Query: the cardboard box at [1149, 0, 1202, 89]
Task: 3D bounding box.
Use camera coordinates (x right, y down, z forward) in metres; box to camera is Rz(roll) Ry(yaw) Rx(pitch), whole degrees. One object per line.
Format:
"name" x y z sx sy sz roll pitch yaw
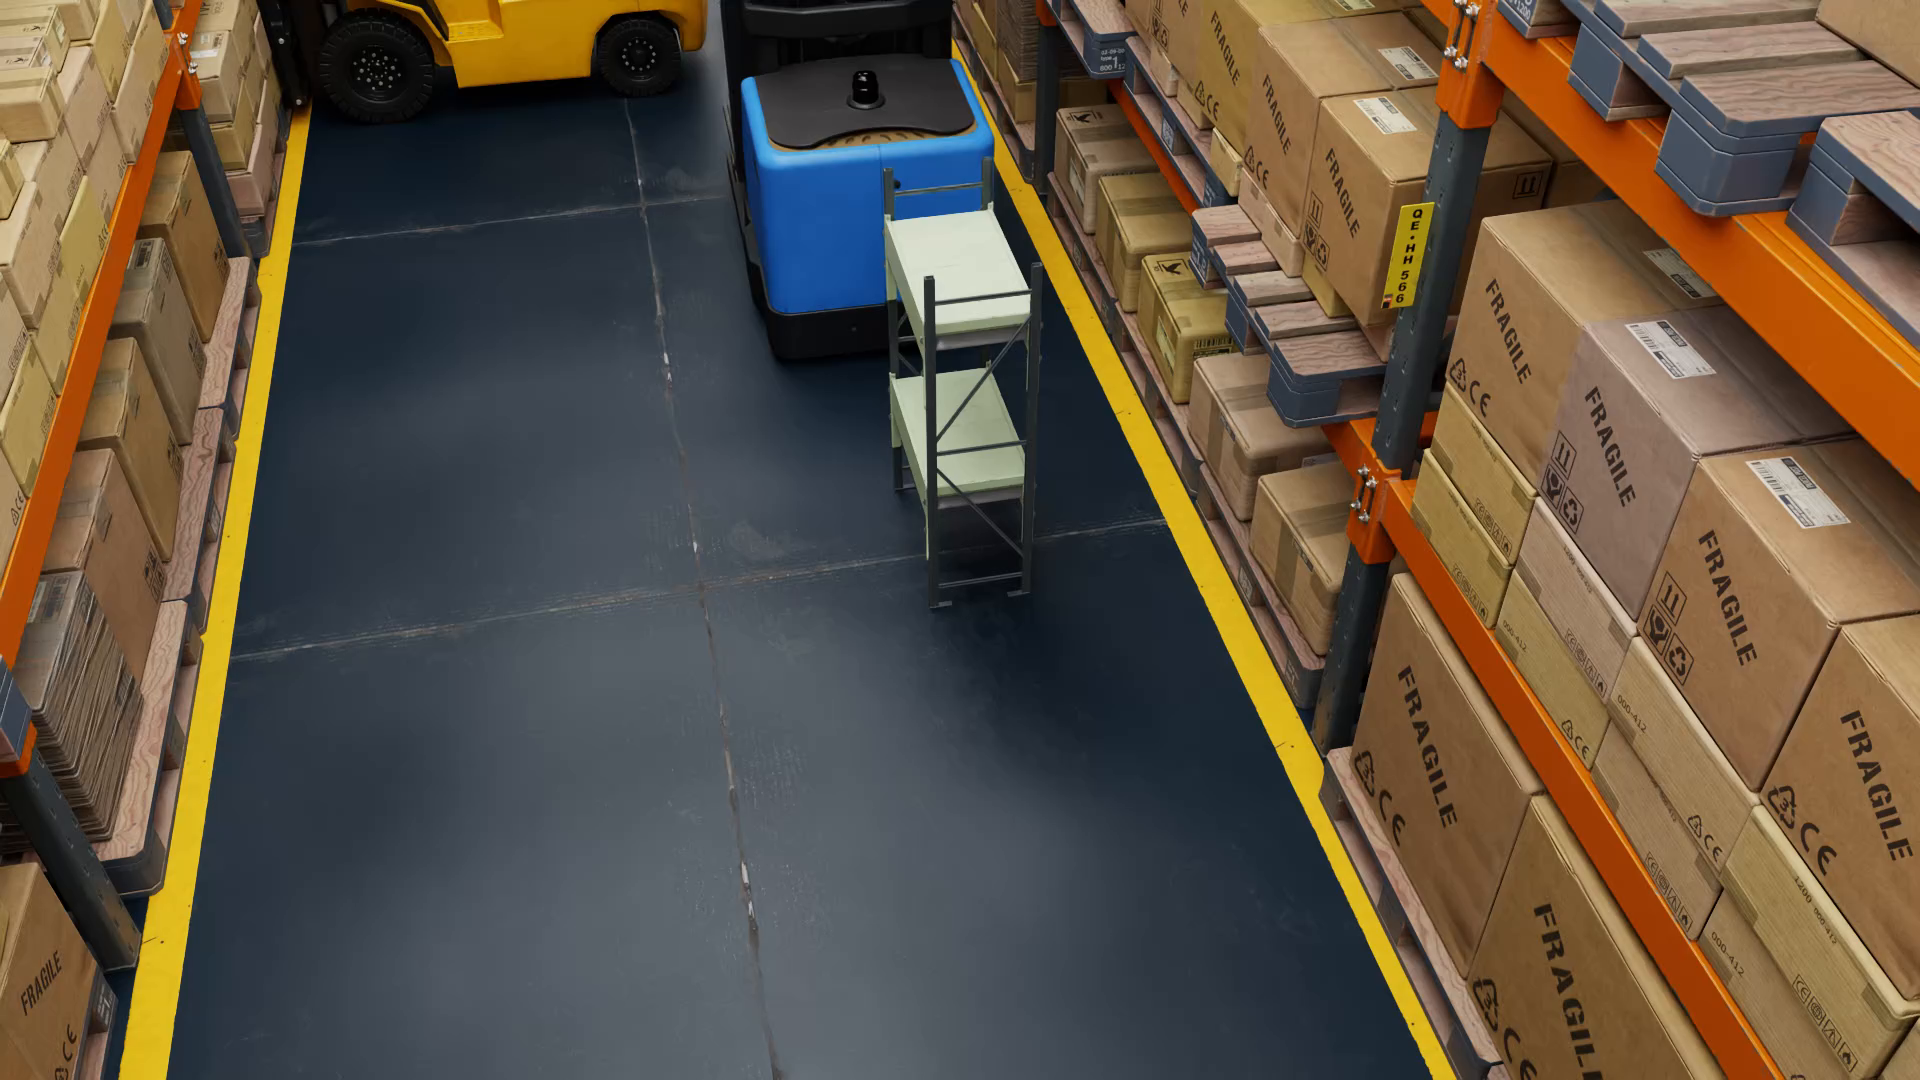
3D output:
"cardboard box" 1.036 -2.030 6.162 0.500 0.500 0.500 -10 43 -11

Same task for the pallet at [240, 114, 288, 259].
"pallet" -4.085 -1.813 8.634 1.003 0.211 1.213 -8 42 -9

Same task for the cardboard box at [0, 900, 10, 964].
"cardboard box" -2.737 1.077 4.355 0.380 0.149 0.250 -10 43 -11

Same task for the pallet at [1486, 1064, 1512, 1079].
"pallet" 2.112 1.899 4.452 1.003 0.211 1.213 -8 42 -9

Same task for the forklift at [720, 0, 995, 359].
"forklift" -0.631 -2.906 7.816 1.130 2.935 3.031 -8 42 -9

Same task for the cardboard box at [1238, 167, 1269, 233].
"cardboard box" 1.181 -1.182 5.695 0.380 0.149 0.250 -10 43 -11

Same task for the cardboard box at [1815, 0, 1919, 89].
"cardboard box" 2.154 -1.157 3.143 0.700 0.500 0.500 -10 43 -11

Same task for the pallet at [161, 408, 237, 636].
"pallet" -3.490 -0.027 6.622 1.003 0.211 1.213 -8 42 -9

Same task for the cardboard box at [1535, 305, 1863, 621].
"cardboard box" 1.739 -0.192 3.878 0.500 0.500 0.500 -8 42 -9

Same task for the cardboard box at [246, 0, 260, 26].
"cardboard box" -3.971 -2.850 8.702 0.500 0.250 0.500 -7 42 -8

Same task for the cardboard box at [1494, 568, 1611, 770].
"cardboard box" 1.743 0.284 4.283 0.500 0.250 0.500 -9 42 -11

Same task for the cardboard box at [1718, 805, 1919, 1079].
"cardboard box" 1.926 0.768 3.361 0.500 0.250 0.500 -8 42 -9

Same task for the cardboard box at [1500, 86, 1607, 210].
"cardboard box" 1.884 -1.086 5.098 0.500 0.500 0.500 -9 42 -10

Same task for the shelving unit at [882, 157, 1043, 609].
"shelving unit" -0.001 -0.565 6.257 0.431 1.500 0.755 -8 42 -9

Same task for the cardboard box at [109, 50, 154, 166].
"cardboard box" -3.476 -1.664 6.478 0.500 0.250 0.500 -9 42 -10

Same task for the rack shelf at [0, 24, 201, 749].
"rack shelf" -3.522 -0.769 5.899 1.077 0.370 4.000 -8 42 -9

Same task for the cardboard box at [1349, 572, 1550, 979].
"cardboard box" 1.823 0.642 5.052 0.875 0.875 0.875 -9 42 -10

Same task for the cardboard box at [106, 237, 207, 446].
"cardboard box" -3.671 -0.763 6.822 0.875 0.625 0.625 -9 42 -10

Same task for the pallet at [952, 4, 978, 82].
"pallet" 0.445 -3.228 10.228 1.003 0.211 1.213 -8 42 -9

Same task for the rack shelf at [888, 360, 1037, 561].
"rack shelf" -0.001 -0.321 6.473 0.431 0.370 0.720 -8 42 -9

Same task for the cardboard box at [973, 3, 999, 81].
"cardboard box" 0.377 -2.865 9.473 0.500 0.250 0.500 -9 42 -10

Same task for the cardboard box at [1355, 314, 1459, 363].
"cardboard box" 1.455 -0.697 5.149 0.380 0.149 0.250 -7 42 -8

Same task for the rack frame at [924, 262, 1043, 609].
"rack frame" 0.078 -0.328 5.990 0.400 1.500 0.023 -8 42 -9

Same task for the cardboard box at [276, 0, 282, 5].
"cardboard box" -4.073 -2.989 9.236 0.500 0.250 0.500 -8 42 -9

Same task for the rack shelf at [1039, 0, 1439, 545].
"rack shelf" 1.323 -1.483 6.703 1.077 0.370 4.000 -8 42 -9

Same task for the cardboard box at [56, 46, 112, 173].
"cardboard box" -3.376 -1.519 5.938 0.500 0.250 0.500 -8 42 -8

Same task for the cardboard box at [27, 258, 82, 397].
"cardboard box" -3.170 -0.668 5.356 0.500 0.250 0.500 -10 42 -11

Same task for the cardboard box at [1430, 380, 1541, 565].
"cardboard box" 1.623 -0.222 4.477 0.500 0.250 0.500 -9 42 -10

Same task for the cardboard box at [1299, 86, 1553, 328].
"cardboard box" 1.386 -1.016 5.019 0.500 0.500 0.500 -9 42 -11

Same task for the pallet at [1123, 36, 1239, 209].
"pallet" 1.288 -1.661 6.506 1.003 0.211 1.213 -8 42 -9

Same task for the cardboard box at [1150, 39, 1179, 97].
"cardboard box" 0.957 -1.859 6.458 0.380 0.149 0.250 -7 42 -8

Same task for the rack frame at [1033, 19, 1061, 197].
"rack frame" 0.892 -3.048 7.924 1.000 3.000 0.127 -8 42 -9

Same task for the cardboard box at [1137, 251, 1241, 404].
"cardboard box" 1.318 -0.967 7.243 0.950 0.372 0.625 -7 42 -8

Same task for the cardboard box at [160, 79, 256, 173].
"cardboard box" -3.757 -2.008 8.131 0.500 0.250 0.500 -9 42 -9

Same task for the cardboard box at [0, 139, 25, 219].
"cardboard box" -3.161 -1.106 5.172 0.380 0.149 0.250 -8 42 -8

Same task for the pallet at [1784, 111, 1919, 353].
"pallet" 2.190 -0.372 2.793 1.003 0.211 1.213 -7 42 -7

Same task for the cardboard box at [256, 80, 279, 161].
"cardboard box" -3.860 -2.151 8.669 0.500 0.250 0.500 -9 42 -10

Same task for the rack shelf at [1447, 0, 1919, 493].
"rack shelf" 2.187 -0.012 2.786 1.077 0.370 4.000 -8 42 -9

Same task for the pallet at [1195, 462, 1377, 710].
"pallet" 1.588 0.081 6.500 1.003 0.211 1.213 -8 42 -9

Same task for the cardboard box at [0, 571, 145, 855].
"cardboard box" -3.212 0.583 5.306 0.875 0.625 0.625 -7 42 -8

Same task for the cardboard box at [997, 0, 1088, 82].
"cardboard box" 0.502 -2.802 8.838 0.500 0.500 0.500 -9 42 -10

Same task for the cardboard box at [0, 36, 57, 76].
"cardboard box" -3.359 -1.601 5.730 0.380 0.149 0.250 -8 42 -9

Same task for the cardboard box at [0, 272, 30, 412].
"cardboard box" -3.055 -0.520 4.813 0.500 0.250 0.500 -7 42 -8
